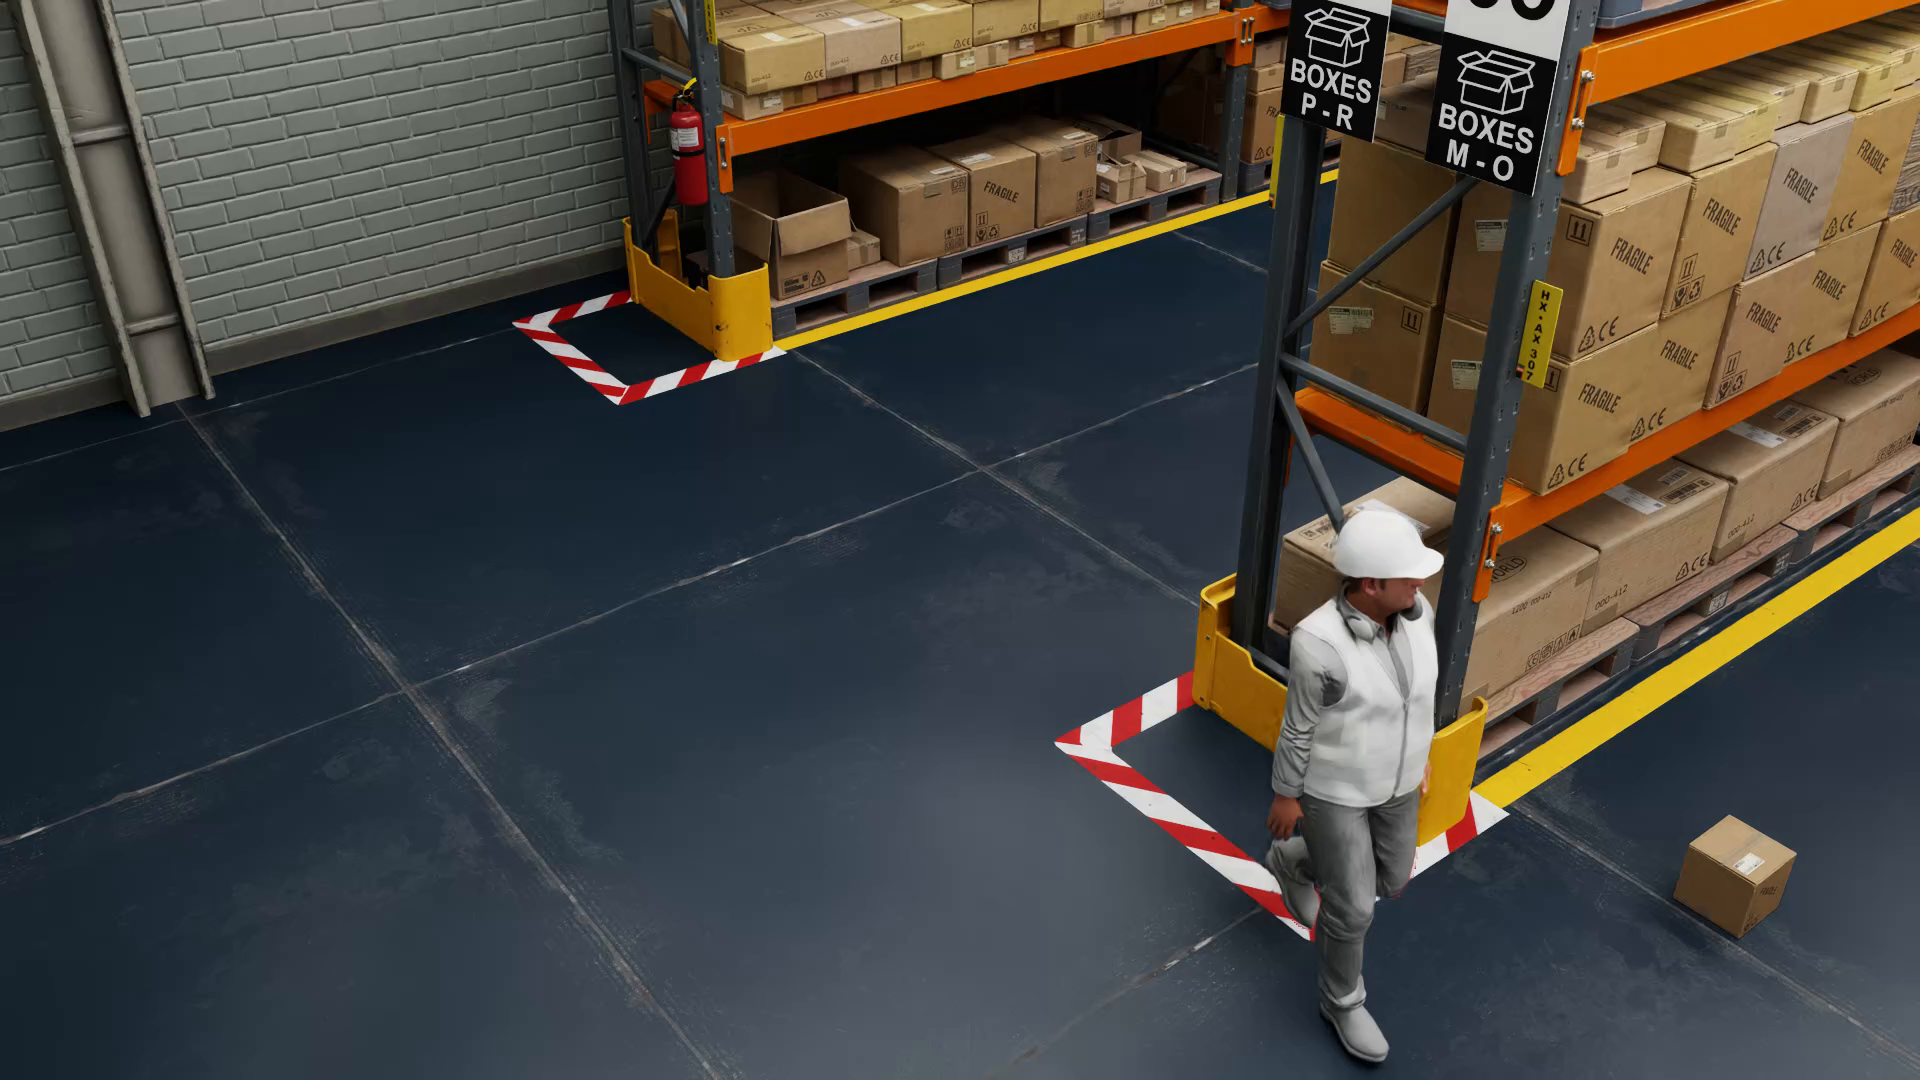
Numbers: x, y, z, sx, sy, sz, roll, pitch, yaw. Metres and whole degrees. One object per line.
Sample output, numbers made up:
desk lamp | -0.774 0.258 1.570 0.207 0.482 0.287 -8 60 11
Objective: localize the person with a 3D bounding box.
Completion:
person | 1.189 0.687 4.982 0.561 1.754 0.753 -17 36 -25
